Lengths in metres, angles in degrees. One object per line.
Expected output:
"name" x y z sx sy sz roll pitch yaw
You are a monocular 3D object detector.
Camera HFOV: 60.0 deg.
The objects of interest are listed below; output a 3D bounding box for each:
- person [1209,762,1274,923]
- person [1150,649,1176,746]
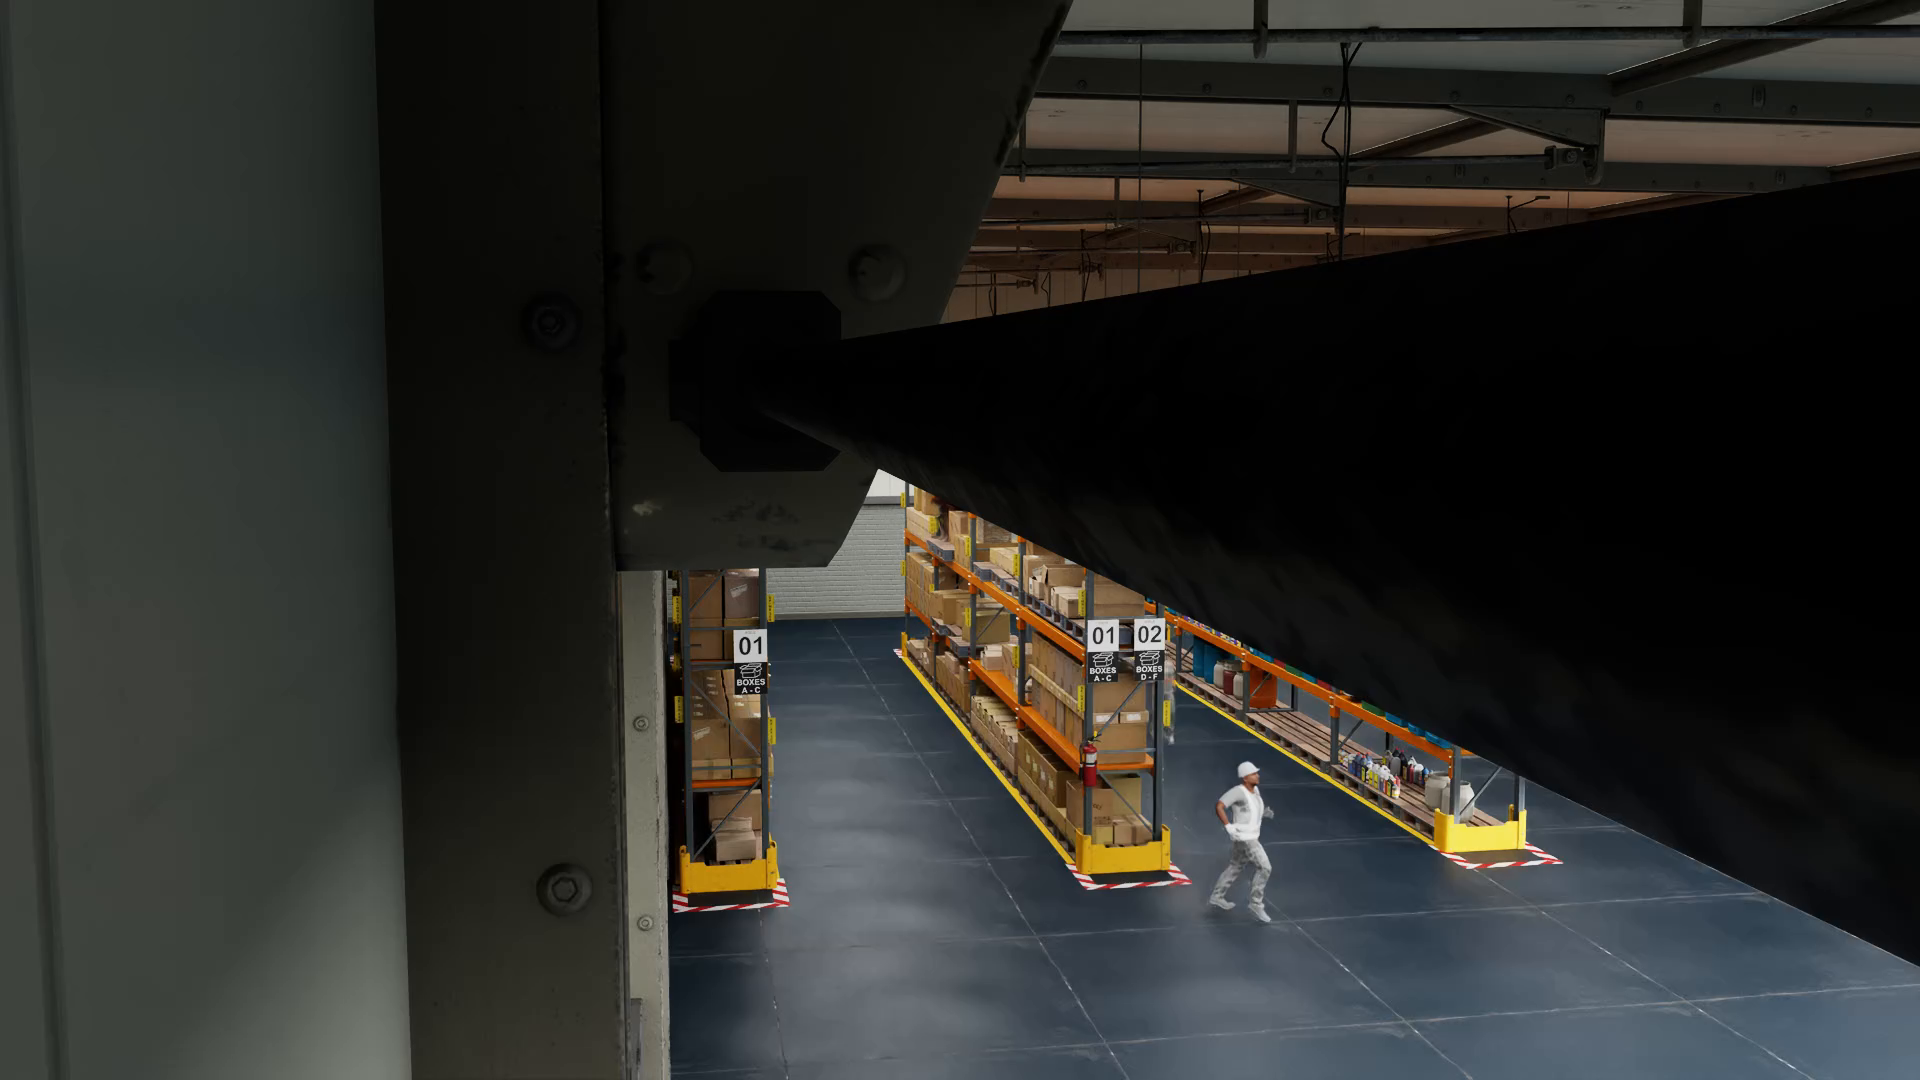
"person" 3.262 3.452 19.213 0.737 1.814 0.666 2 6 18
"person" 3.425 2.623 28.079 0.510 1.646 0.724 -2 6 -15
